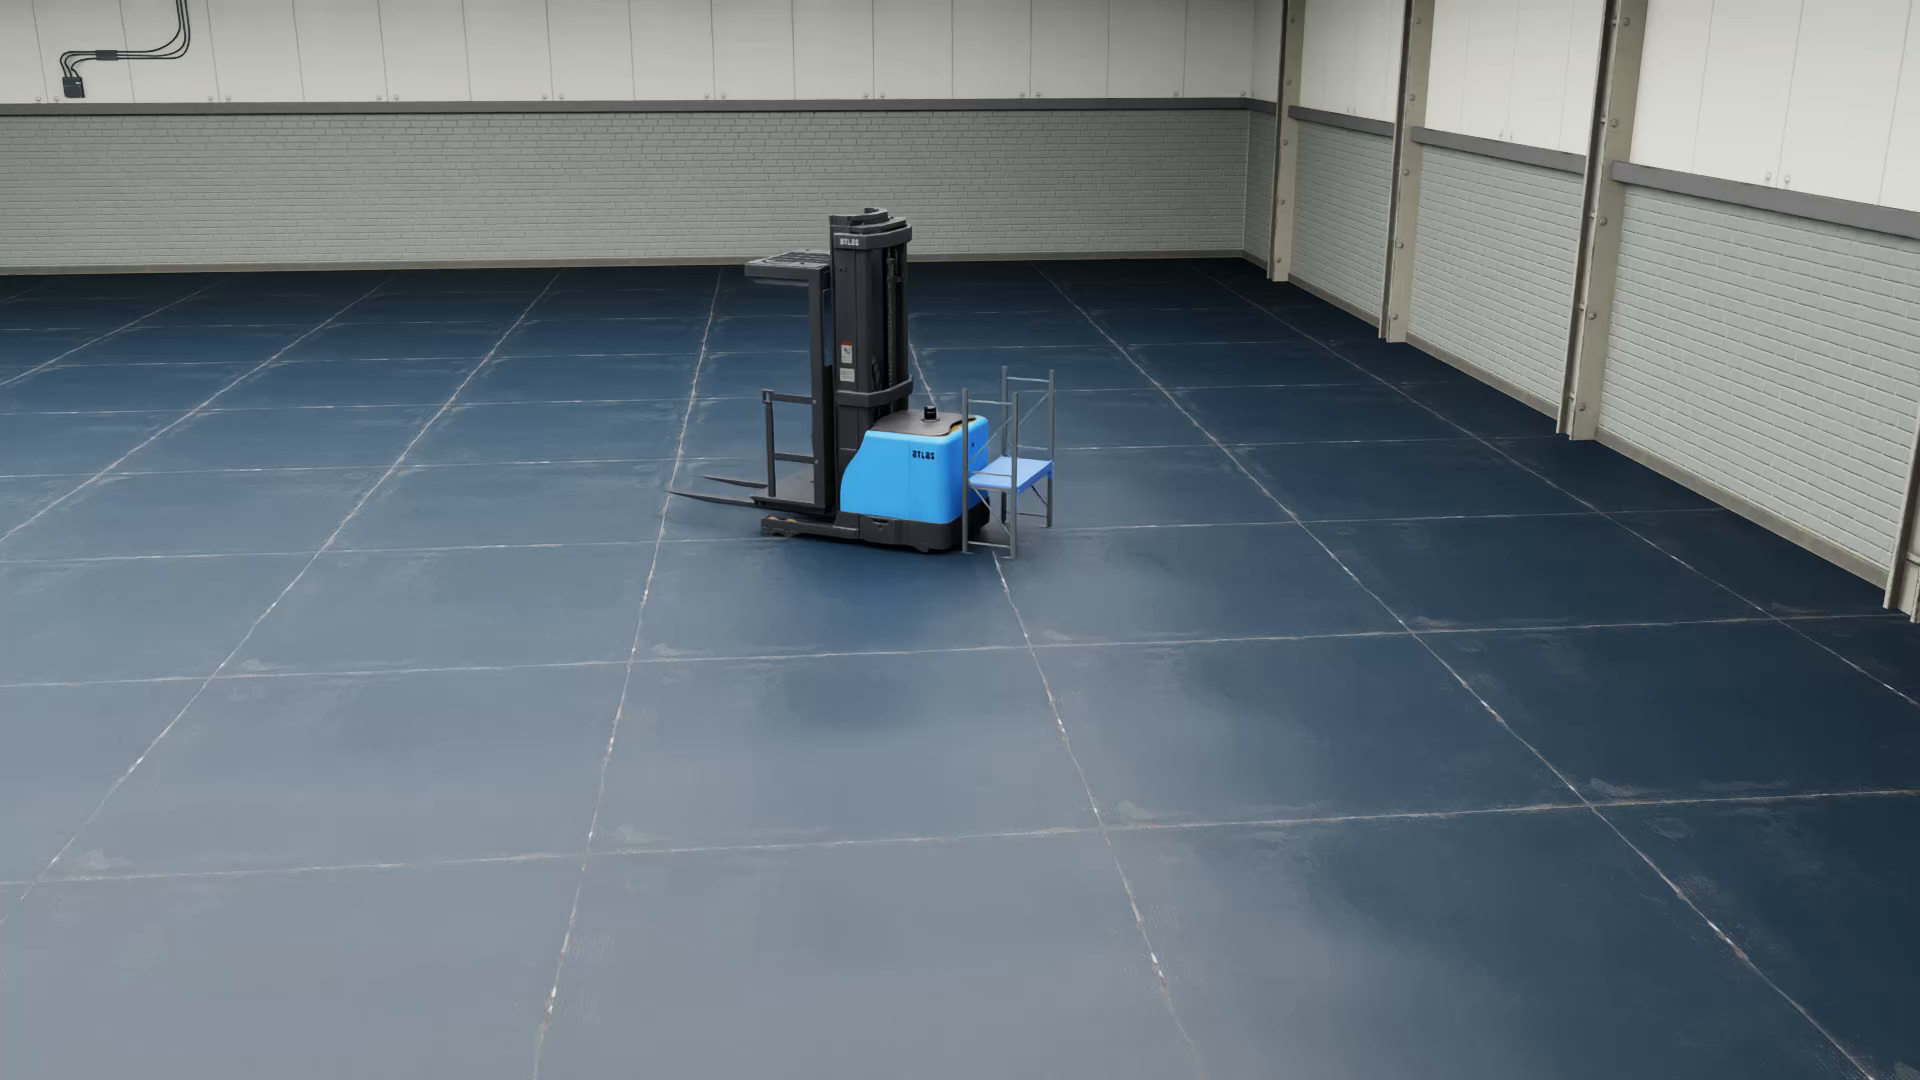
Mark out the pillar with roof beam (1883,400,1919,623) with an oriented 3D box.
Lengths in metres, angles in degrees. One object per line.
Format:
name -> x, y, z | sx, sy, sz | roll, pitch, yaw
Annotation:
pillar with roof beam -> 3.400, -3.567, 11.589 | 9.100, 9.000, 0.400 | -2, 18, -6

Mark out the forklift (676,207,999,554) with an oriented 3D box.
forklift -> -1.206, -1.548, 15.289 | 3.031, 2.935, 1.130 | 7, 19, 23

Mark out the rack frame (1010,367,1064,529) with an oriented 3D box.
rack frame -> 0.711, -0.847, 15.444 | 0.500, 1.500, 0.032 | 7, 19, 20

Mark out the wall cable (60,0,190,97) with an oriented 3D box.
wall cable -> -15.051, -10.920, 29.331 | 2.305, 6.003, 0.169 | -2, 18, -6

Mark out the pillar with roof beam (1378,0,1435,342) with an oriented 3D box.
pillar with roof beam -> 2.162, -7.142, 22.977 | 9.100, 9.000, 0.400 | -2, 18, -6

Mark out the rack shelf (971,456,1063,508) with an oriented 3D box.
rack shelf -> 0.527, -0.533, 15.045 | 0.538, 0.185, 1.000 | 7, 19, 20

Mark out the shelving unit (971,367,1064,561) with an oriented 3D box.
shelving unit -> 0.527, -0.705, 14.992 | 0.538, 1.500, 1.048 | 7, 19, 20

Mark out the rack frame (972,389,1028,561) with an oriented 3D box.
rack frame -> 0.343, -0.563, 14.539 | 0.500, 1.500, 0.032 | 7, 19, 20

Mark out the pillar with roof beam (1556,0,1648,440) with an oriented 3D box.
pillar with roof beam -> 2.781, -5.355, 17.283 | 9.100, 9.000, 0.400 | -2, 18, -6

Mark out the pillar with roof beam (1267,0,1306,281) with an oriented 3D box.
pillar with roof beam -> 1.543, -8.930, 28.671 | 9.100, 9.000, 0.400 | -2, 18, -6
